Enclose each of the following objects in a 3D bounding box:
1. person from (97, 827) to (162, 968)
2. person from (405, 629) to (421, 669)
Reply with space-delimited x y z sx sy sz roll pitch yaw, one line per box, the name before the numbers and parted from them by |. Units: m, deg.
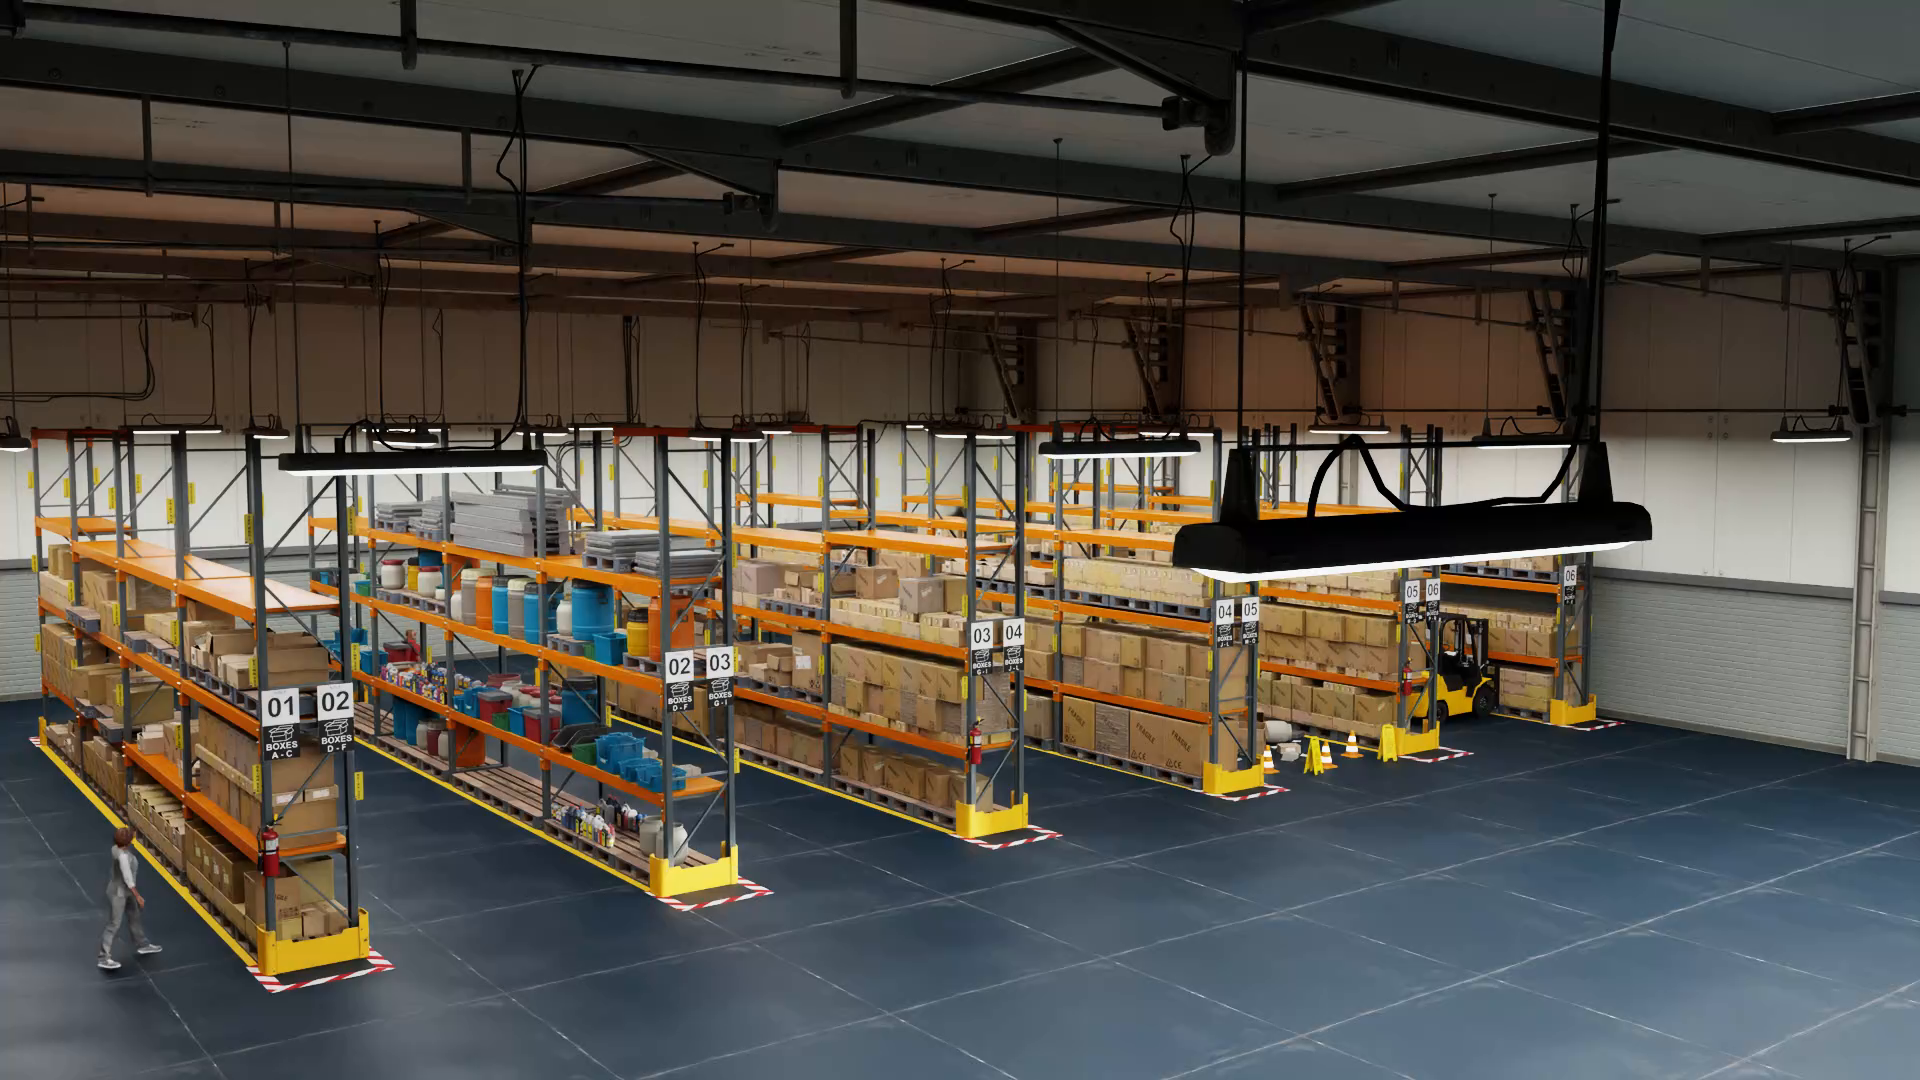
person | -9.520 4.038 19.005 0.646 1.575 0.564 -2 5 -22
person | -11.466 2.735 34.937 0.585 1.755 0.450 1 5 17
